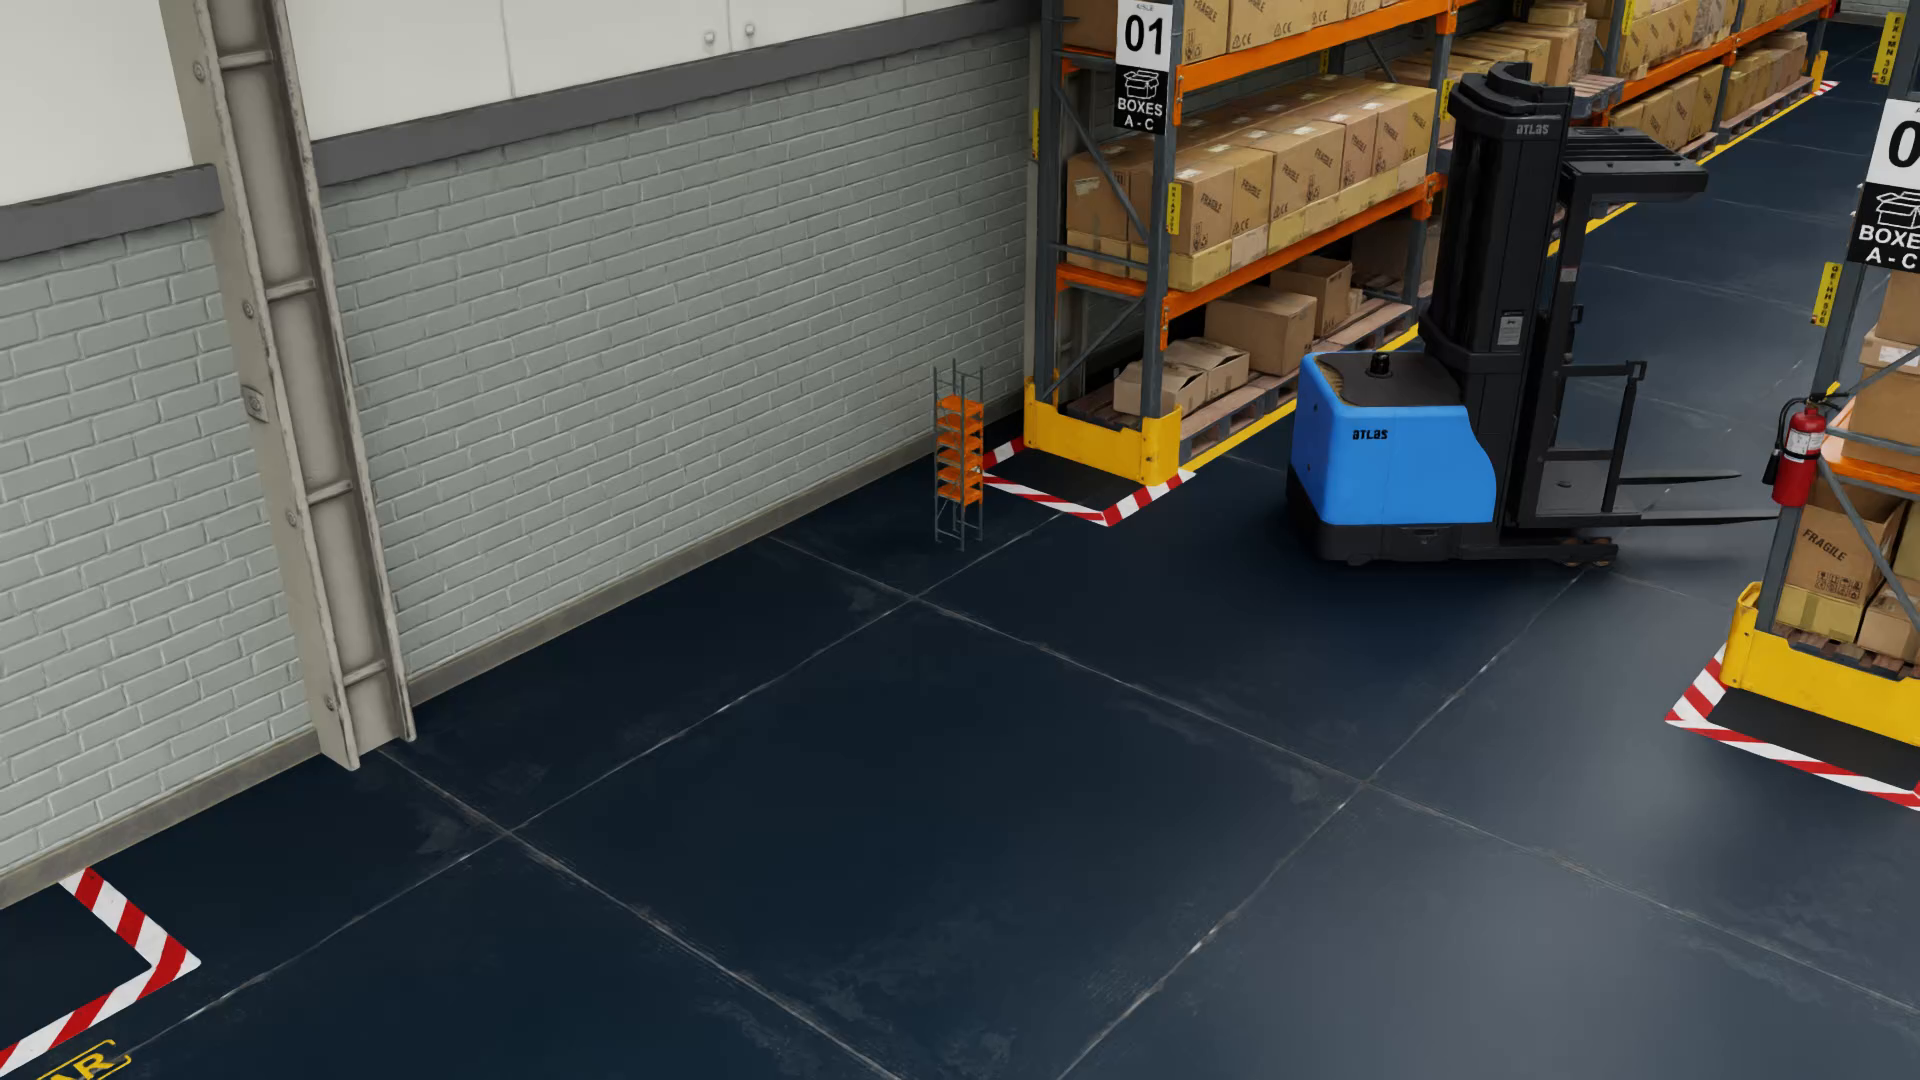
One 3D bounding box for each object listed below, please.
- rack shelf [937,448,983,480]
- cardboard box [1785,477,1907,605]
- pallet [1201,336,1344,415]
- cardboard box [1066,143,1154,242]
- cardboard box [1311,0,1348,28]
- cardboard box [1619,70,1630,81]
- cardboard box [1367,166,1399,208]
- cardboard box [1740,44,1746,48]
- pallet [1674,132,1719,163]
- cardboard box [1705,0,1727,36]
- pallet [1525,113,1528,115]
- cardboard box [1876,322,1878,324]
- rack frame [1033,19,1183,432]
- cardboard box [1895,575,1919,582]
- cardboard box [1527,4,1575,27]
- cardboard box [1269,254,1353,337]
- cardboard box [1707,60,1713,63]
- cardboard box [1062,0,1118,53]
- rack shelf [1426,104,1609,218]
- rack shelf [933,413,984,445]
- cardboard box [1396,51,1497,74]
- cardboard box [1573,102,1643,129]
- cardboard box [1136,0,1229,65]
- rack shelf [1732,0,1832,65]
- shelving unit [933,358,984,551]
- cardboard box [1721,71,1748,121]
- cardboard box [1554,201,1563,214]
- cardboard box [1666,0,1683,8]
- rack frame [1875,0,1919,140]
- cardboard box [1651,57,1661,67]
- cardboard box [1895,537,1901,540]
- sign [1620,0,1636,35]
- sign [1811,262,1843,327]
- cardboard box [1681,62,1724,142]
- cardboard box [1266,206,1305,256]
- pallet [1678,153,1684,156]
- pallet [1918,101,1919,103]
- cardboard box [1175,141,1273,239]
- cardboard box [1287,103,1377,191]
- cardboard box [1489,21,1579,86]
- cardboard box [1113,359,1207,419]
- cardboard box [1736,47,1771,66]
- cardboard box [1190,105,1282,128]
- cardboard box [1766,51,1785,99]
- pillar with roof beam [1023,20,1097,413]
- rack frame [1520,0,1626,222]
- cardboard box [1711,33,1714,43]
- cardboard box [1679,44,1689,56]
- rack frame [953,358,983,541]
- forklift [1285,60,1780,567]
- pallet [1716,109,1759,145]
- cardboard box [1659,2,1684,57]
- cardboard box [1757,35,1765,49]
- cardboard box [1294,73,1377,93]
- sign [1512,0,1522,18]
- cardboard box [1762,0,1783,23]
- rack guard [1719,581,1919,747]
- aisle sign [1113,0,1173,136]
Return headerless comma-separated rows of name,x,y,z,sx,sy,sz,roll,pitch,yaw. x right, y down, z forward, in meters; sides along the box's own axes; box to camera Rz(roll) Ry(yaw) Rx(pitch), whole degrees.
rack shelf,-0.009,-0.488,10.485,0.258,0.103,0.180,21,34,34
cardboard box,4.882,-0.023,9.249,0.500,0.500,0.500,21,34,34
pallet,2.314,-1.391,13.208,1.003,0.211,1.213,21,34,34
cardboard box,1.081,-2.398,11.447,0.500,0.500,0.500,20,34,34
cardboard box,2.372,-3.886,11.603,0.500,0.500,0.500,23,35,37
cardboard box,6.589,-4.763,16.945,0.380,0.149,0.250,21,34,35
cardboard box,3.099,-2.824,13.085,0.500,0.250,0.500,21,34,35
cardboard box,9.713,-6.217,21.060,0.380,0.149,0.250,20,33,34
pallet,8.146,-4.614,19.440,1.003,0.211,1.213,21,34,34
cardboard box,8.162,-5.913,18.461,0.500,0.500,0.500,21,34,35
pallet,4.806,-3.931,15.293,1.003,0.211,1.213,21,34,34
cardboard box,5.032,-1.064,8.728,0.380,0.149,0.250,22,34,36
rack frame,0.945,-1.894,11.146,1.000,3.000,0.127,21,34,34
cardboard box,5.598,0.284,9.472,0.500,0.250,0.500,21,34,34
cardboard box,5.644,-5.009,15.874,0.380,0.149,0.250,15,31,26
cardboard box,2.860,-2.018,13.627,0.500,0.500,0.500,18,32,31
cardboard box,8.888,-5.755,20.167,0.380,0.149,0.250,21,34,34
cardboard box,1.016,-3.501,10.859,0.500,0.500,0.500,24,36,38
rack shelf,4.762,-3.702,15.424,1.077,0.370,4.000,21,34,34
rack shelf,-0.009,-0.701,10.375,0.258,0.103,0.180,21,34,34
cardboard box,4.201,-3.918,14.472,0.500,0.500,0.700,-24,36,-39
cardboard box,6.603,-4.184,17.457,0.750,0.750,0.750,20,34,34
cardboard box,1.351,-3.325,10.518,0.500,0.500,0.500,22,34,36
rack shelf,9.850,-6.538,20.907,1.077,0.370,4.000,21,34,34
shelving unit,-0.009,-0.528,10.464,0.258,1.200,0.189,21,34,34
cardboard box,9.133,-5.460,20.303,0.700,0.500,0.500,21,34,35
cardboard box,5.616,-3.545,16.580,0.700,0.500,0.500,21,34,35
cardboard box,7.178,-5.704,17.240,0.500,0.250,0.500,21,34,35
rack frame,4.770,-3.112,6.972,1.000,3.000,0.127,21,34,34
cardboard box,7.219,-5.141,17.675,0.380,0.149,0.250,21,34,35
cardboard box,5.509,-0.048,10.113,0.500,0.250,0.500,21,34,34
sign,6.459,-5.054,16.081,0.100,0.325,0.005,21,34,34
sign,4.360,-1.230,8.346,0.100,0.325,0.005,21,34,34
cardboard box,8.265,-5.112,19.249,0.750,0.750,0.750,21,34,35
cardboard box,2.149,-2.284,12.041,0.500,0.250,0.500,20,34,34
pallet,7.370,-4.180,18.600,1.003,0.211,1.213,21,34,34
pallet,5.240,-1.984,8.151,1.003,0.211,1.213,21,34,34
cardboard box,1.803,-2.423,11.494,0.500,0.500,0.500,21,34,35
cardboard box,2.786,-2.975,12.562,0.500,0.500,0.500,20,33,33
cardboard box,5.408,-4.594,15.779,0.700,0.500,0.500,17,32,30
cardboard box,1.455,-1.114,12.086,0.500,0.311,0.500,17,32,29
cardboard box,9.824,-6.001,20.644,0.380,0.149,0.250,20,33,33
cardboard box,2.055,-2.937,12.488,0.500,0.500,0.500,21,34,35
cardboard box,10.117,-6.010,21.366,0.700,0.500,0.500,19,33,33
pillar with roof beam,4.045,-3.801,8.304,9.100,9.000,0.400,21,34,34
rack frame,6.034,-4.730,16.629,1.000,3.000,0.127,21,34,34
cardboard box,8.240,-5.668,18.694,0.380,0.149,0.250,22,35,36
cardboard box,7.740,-5.406,18.186,0.380,0.149,0.250,20,33,33
rack frame,0.049,-0.560,10.527,0.240,1.200,0.006,21,34,34
forklift,3.721,-1.379,10.226,3.031,2.935,1.130,-1,27,-2
pallet,9.122,-5.157,20.488,1.003,0.211,1.213,21,34,34
cardboard box,7.197,-5.372,17.415,0.500,0.500,0.500,21,34,34
cardboard box,10.199,-6.488,21.584,0.380,0.149,0.250,21,34,35
cardboard box,3.030,-3.482,13.541,0.500,0.500,0.500,20,33,33
sign,5.604,-5.406,16.674,0.100,0.325,0.005,21,34,34
cardboard box,9.404,-6.726,20.161,0.980,0.700,0.700,20,33,33
rack guard,4.755,0.671,8.908,1.175,0.500,0.348,21,34,34
aisle sign,1.131,-2.935,10.330,0.394,0.787,0.004,21,34,34
